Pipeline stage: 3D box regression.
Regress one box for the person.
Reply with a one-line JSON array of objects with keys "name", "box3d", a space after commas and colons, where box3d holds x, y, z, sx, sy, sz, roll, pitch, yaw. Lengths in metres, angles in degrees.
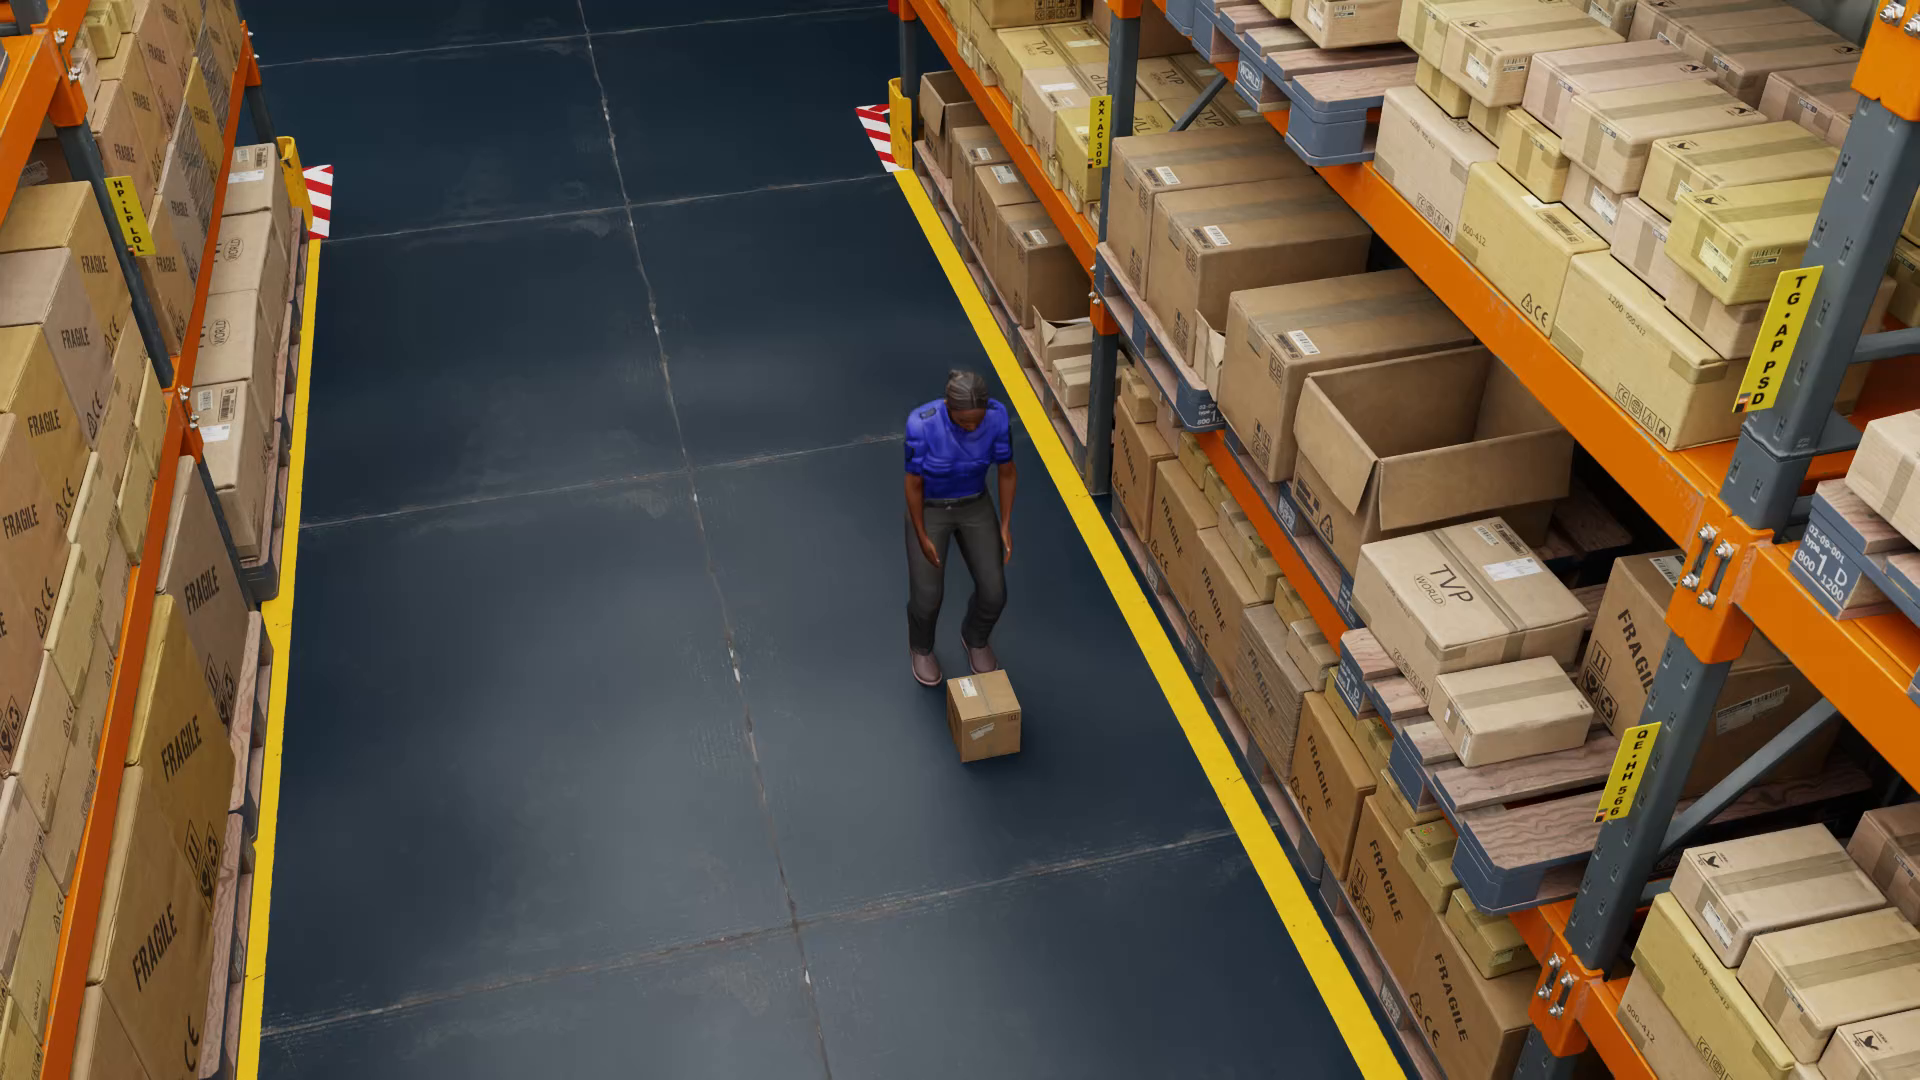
[{"name": "person", "box3d": [-0.001, -0.078, 6.894, 0.469, 1.575, 0.430, -9, 39, -11]}]
